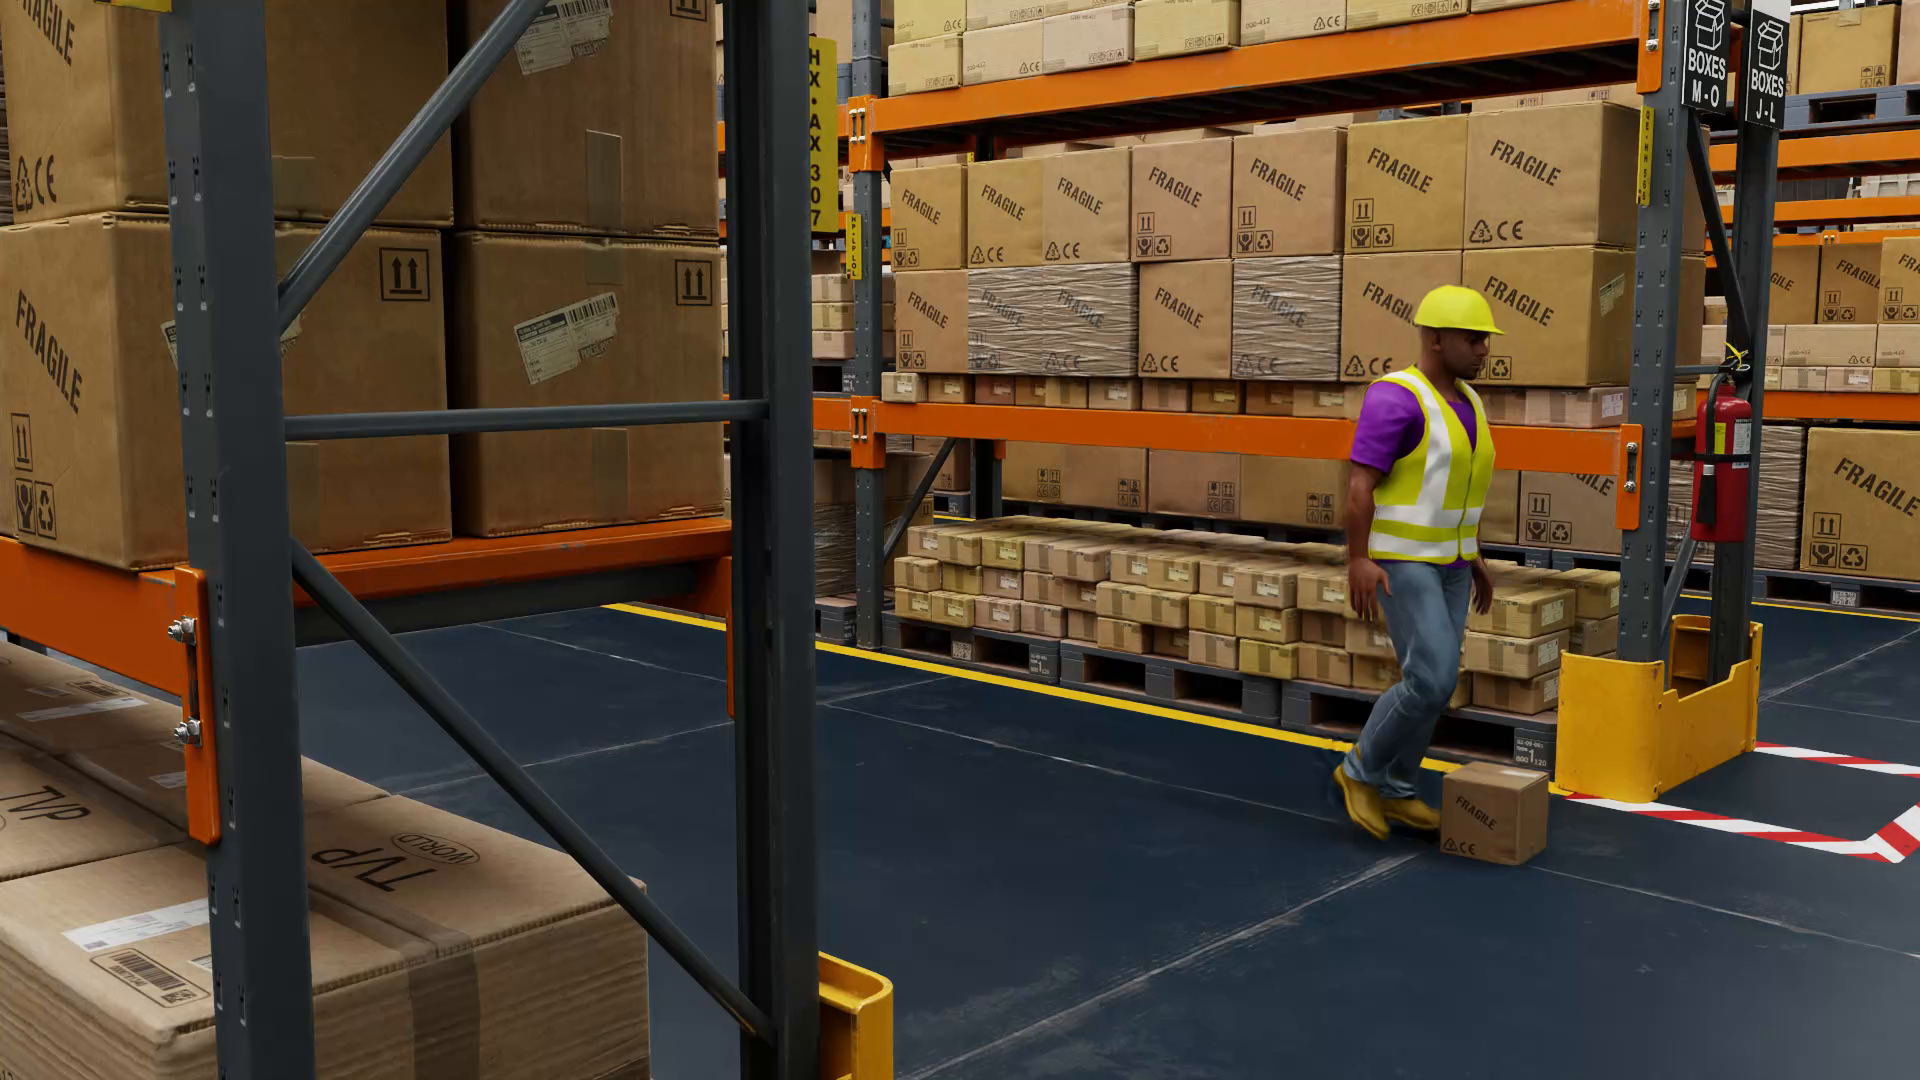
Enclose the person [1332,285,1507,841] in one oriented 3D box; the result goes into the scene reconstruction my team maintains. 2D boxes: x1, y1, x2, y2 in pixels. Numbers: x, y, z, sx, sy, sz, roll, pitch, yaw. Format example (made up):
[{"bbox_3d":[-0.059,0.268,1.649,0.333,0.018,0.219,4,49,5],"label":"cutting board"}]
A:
[{"bbox_3d":[1.470,0.074,5.309,0.652,1.755,0.449,-6,9,-42],"label":"person"}]
